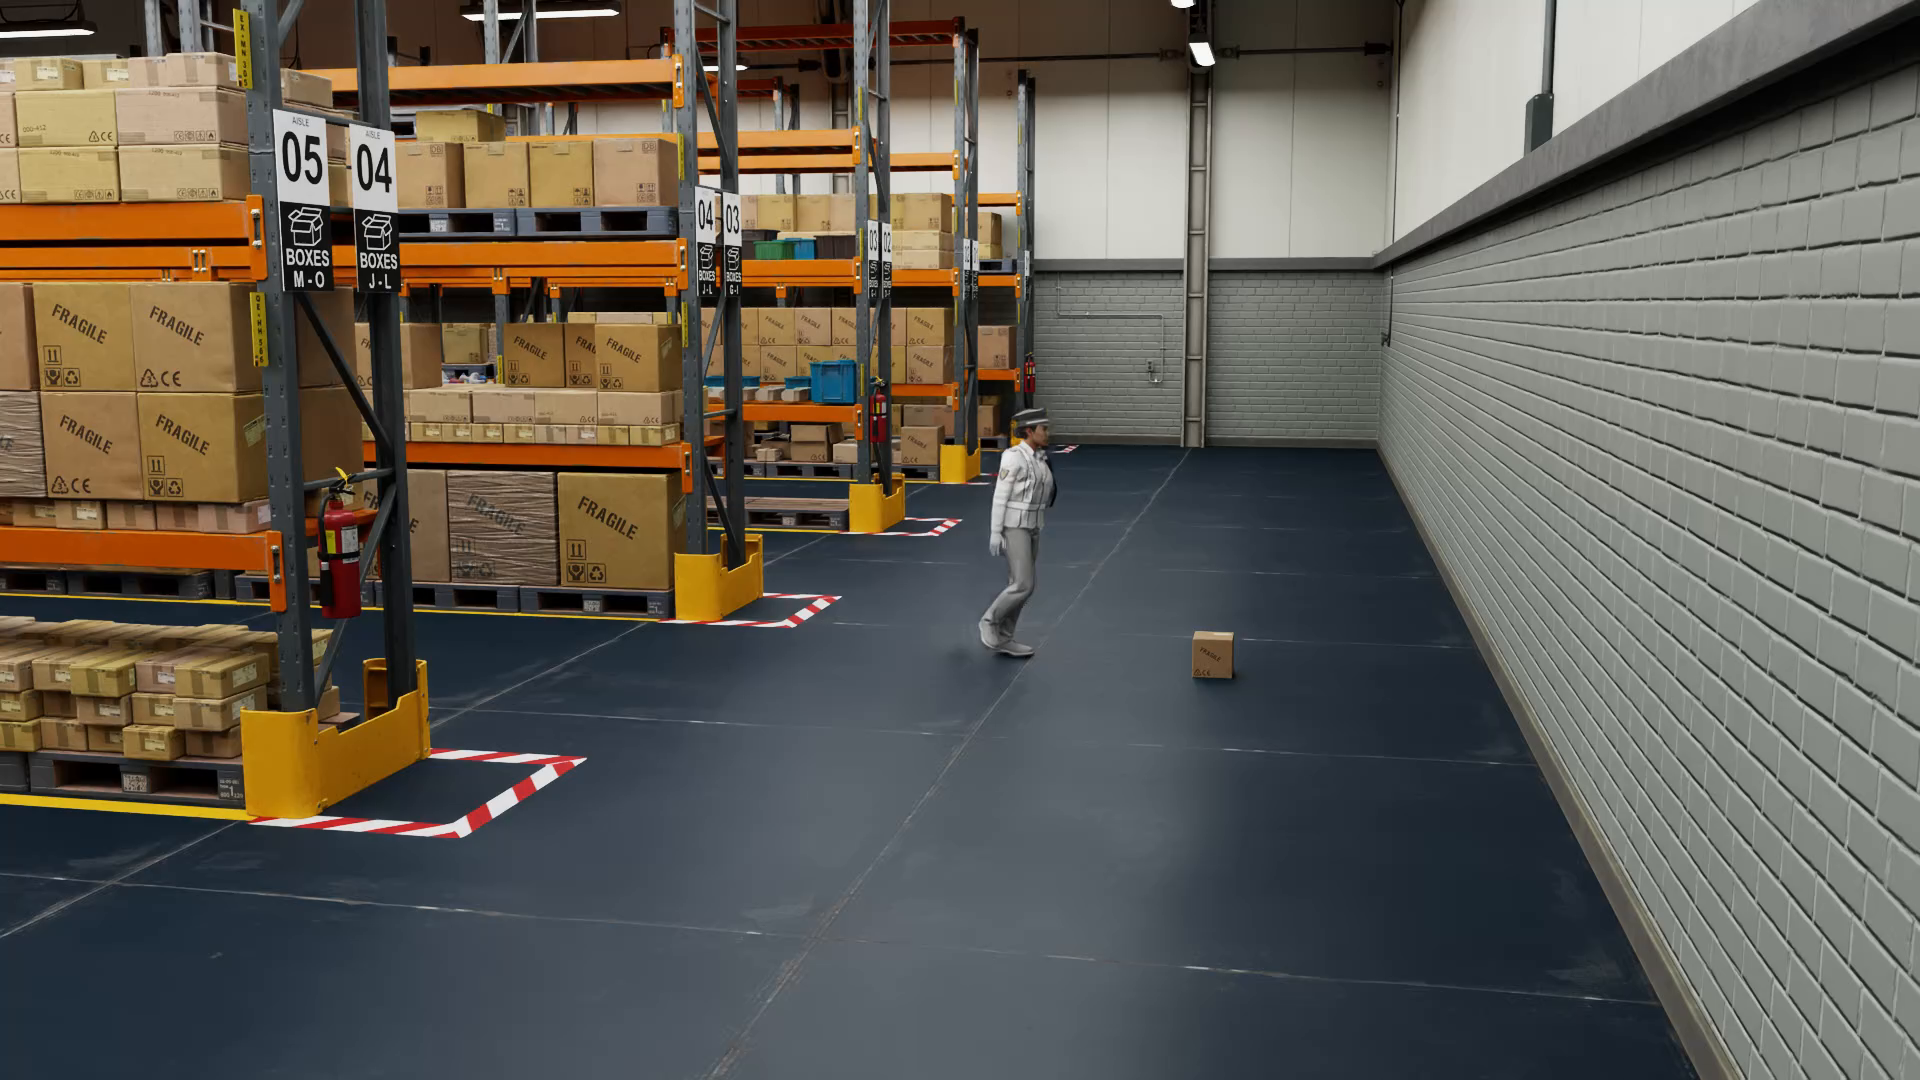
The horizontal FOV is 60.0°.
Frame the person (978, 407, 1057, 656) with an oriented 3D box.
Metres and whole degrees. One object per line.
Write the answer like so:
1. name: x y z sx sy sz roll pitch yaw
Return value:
1. person: 0.380 -0.056 11.092 0.466 1.670 0.522 5 9 31
